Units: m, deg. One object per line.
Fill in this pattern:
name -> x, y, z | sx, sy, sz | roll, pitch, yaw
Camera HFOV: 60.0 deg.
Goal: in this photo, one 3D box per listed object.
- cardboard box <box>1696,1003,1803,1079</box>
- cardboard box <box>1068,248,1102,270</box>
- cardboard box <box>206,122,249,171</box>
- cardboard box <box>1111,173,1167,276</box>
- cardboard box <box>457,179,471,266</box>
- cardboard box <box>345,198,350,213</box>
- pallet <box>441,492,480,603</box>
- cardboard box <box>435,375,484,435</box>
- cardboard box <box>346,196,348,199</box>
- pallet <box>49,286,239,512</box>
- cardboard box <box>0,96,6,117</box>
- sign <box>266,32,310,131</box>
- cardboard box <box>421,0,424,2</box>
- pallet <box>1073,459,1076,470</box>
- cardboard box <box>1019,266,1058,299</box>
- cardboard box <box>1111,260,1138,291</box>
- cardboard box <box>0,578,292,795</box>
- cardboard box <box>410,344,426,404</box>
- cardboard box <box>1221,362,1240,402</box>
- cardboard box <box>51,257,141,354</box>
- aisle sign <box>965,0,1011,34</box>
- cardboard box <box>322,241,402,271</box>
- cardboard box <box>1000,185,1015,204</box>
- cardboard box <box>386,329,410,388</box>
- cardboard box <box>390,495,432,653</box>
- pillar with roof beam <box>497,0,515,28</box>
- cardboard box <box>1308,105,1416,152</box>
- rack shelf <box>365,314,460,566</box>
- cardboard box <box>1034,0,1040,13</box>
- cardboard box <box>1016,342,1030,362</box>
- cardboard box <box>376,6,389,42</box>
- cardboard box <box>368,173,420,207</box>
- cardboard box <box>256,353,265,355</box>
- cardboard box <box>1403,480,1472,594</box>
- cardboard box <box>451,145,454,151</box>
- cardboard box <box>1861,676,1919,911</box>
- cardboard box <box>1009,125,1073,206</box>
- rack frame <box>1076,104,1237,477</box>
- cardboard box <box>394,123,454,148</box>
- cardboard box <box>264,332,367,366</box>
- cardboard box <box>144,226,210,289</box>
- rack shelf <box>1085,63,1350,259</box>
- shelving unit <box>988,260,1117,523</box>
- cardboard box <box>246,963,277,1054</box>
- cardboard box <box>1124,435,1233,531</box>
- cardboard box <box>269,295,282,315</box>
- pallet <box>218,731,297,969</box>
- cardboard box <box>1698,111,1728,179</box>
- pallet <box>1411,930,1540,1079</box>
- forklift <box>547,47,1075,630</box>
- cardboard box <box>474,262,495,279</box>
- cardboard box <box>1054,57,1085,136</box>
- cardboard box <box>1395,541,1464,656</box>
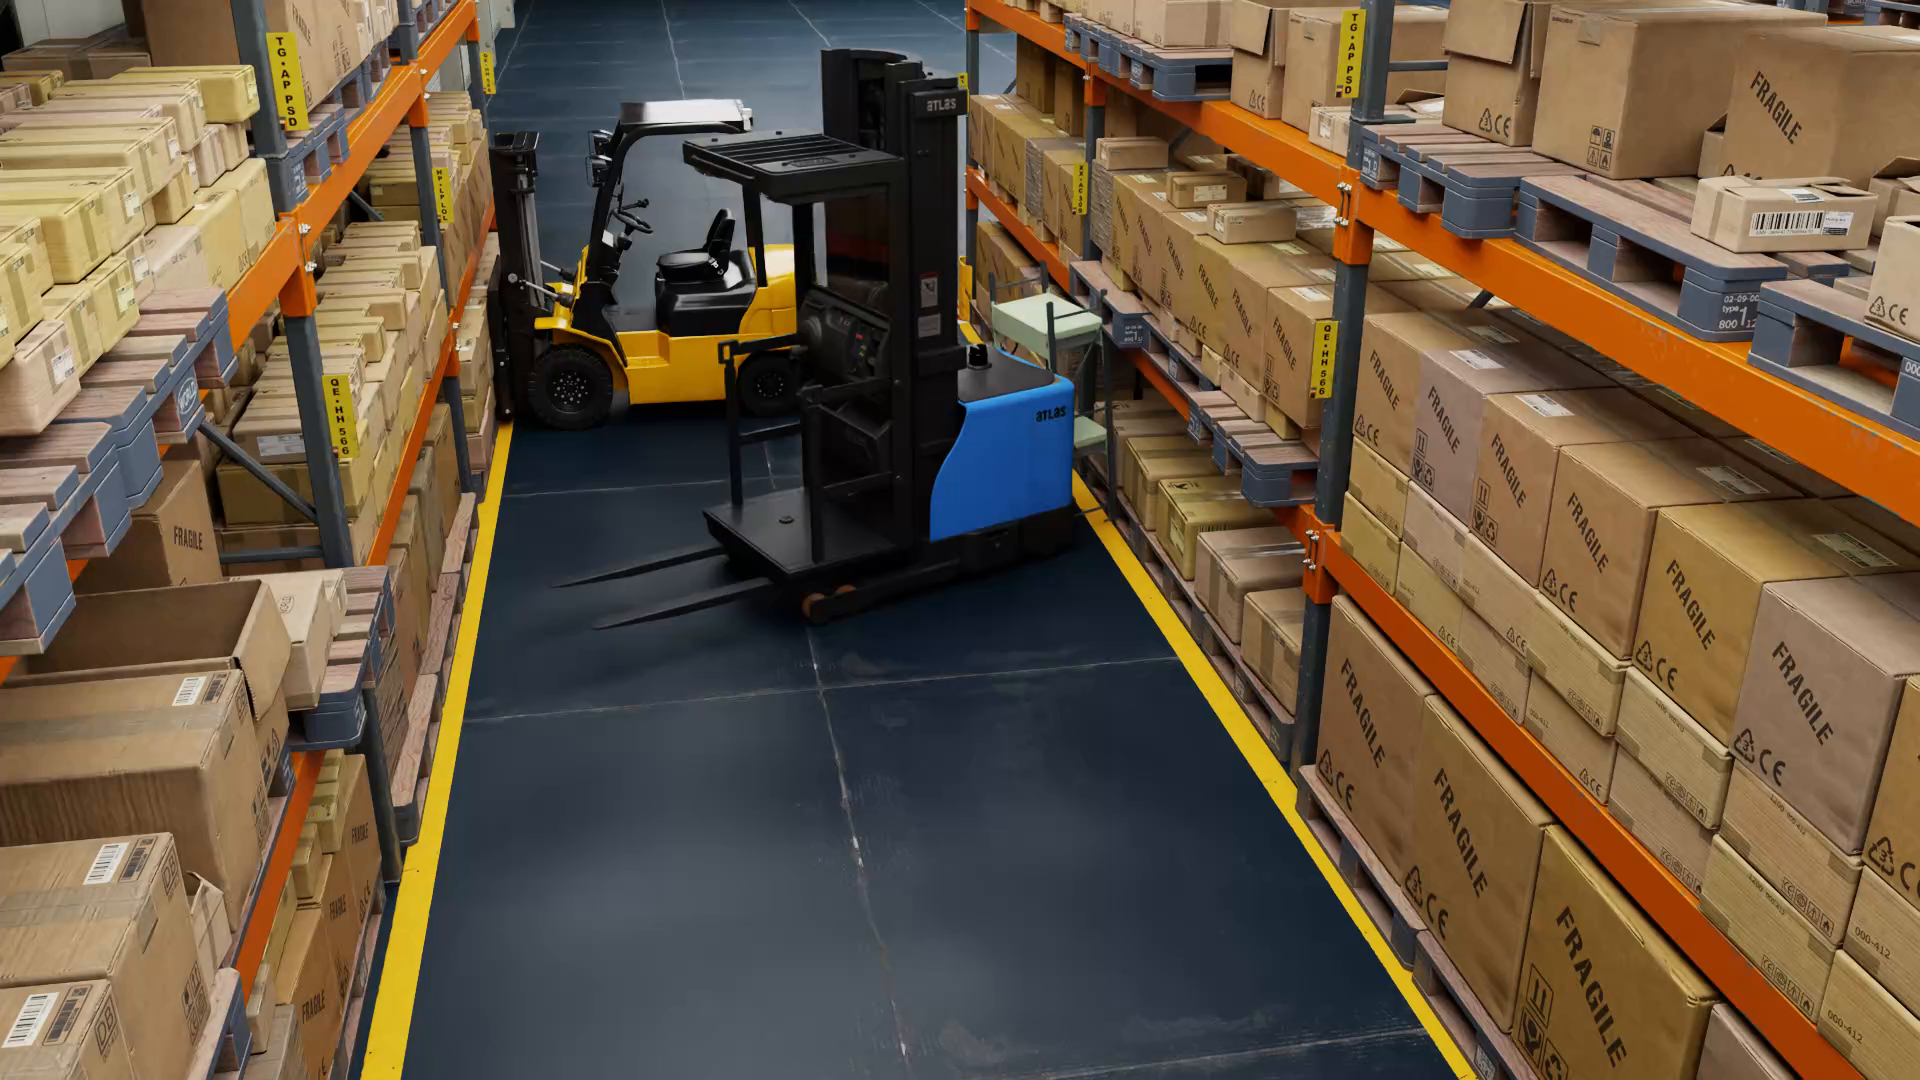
cardboard box -> 2.580, 1.827, 4.449 | 0.875, 0.875, 0.875 | -4, 24, -8
cardboard box -> 0.935, -1.852, 11.056 | 0.380, 0.149, 0.250 | -5, 24, -10
cardboard box -> -2.542, -1.288, 5.393 | 0.380, 0.149, 0.250 | -4, 24, -9
cardboard box -> 1.192, -1.835, 9.683 | 0.500, 0.500, 0.500 | -4, 24, -10
cardboard box -> -3.616, -2.137, 11.270 | 0.500, 0.500, 0.500 | -5, 24, -10
cardboard box -> -3.976, -2.041, 10.240 | 0.380, 0.149, 0.250 | -5, 24, -11
pallet -> -3.409, 0.070, 9.825 | 1.003, 0.211, 1.213 | -4, 24, -10
cardboard box -> -3.370, -0.869, 10.778 | 0.500, 0.250, 0.500 | -4, 24, -10
cardboard box -> -3.945, -2.179, 10.184 | 0.380, 0.149, 0.250 | -5, 24, -11
pallet -> -2.351, -0.306, 3.689 | 1.213, 0.211, 1.003 | -4, 24, -10
cardboard box -> -2.983, -1.182, 4.778 | 0.380, 0.149, 0.250 | -4, 24, -10
sign -> -2.310, -1.572, 5.708 | 0.100, 0.325, 0.005 | -4, 24, -10
cardboard box -> -3.498, -3.412, 10.028 | 0.500, 0.311, 0.500 | -4, 24, -9
pallet -> 1.135, -0.847, 11.925 | 1.003, 0.211, 1.213 | -4, 24, -10
cardboard box -> 0.729, -1.753, 12.489 | 0.500, 0.500, 0.500 | -3, 24, -7
cardboard box -> 1.123, -1.601, 9.957 | 0.380, 0.149, 0.250 | -4, 24, -9
cardboard box -> -2.360, 0.468, 4.778 | 0.797, 0.503, 0.637 | -5, 24, -11
cardboard box -> -3.073, -0.852, 8.640 | 0.500, 0.250, 0.500 | -4, 24, -9
cardboard box -> 1.491, -0.774, 8.064 | 0.380, 0.149, 0.250 | -5, 24, -12
cardboard box -> -1.998, -0.494, 3.551 | 0.380, 0.149, 0.250 | -4, 24, -8
aisle sign -> 0.238, -4.629, 13.854 | 0.394, 0.787, 0.004 | -4, 24, -10
cardboard box -> -3.243, -1.519, 9.045 | 0.380, 0.149, 0.250 | -4, 24, -10
cardboard box -> 0.526, -2.761, 13.139 | 0.380, 0.149, 0.250 | -4, 24, -8
cardboard box -> -2.976, -0.877, 8.074 | 0.500, 0.250, 0.500 | -4, 24, -9
cardboard box -> -3.199, 0.207, 8.470 | 0.875, 0.625, 0.625 | -5, 24, -12
pillar with roof beam -> -5.288, -15.235, 33.890 | 9.100, 9.000, 0.400 | -4, 24, -10
cardboard box -> 1.715, -1.755, 7.086 | 0.380, 0.149, 0.250 | -4, 24, -10
rack shelf -> -3.214, -0.378, 8.267 | 1.077, 0.370, 4.000 | -4, 24, -10
cardboard box -> 0.743, -3.839, 11.859 | 0.380, 0.149, 0.250 | -5, 24, -10
cardboard box -> 0.722, -1.417, 12.658 | 0.500, 0.250, 0.500 | -4, 24, -9
cardboard box -> -3.082, -2.582, 8.331 | 0.380, 0.149, 0.250 | -4, 24, -10
cardboard box -> -3.351, -2.121, 10.052 | 0.380, 0.149, 0.250 | -4, 24, -9
cardboard box -> -3.472, -0.834, 7.975 | 0.500, 0.250, 0.500 | -5, 24, -11
cardboard box -> 1.979, -0.029, 6.132 | 0.500, 0.250, 0.500 | -4, 24, -8
cardboard box -> -3.765, -2.687, 11.720 | 0.380, 0.149, 0.250 | -4, 24, -10
cardboard box -> 2.444, 0.622, 3.703 | 0.500, 0.500, 0.500 | -4, 24, -8
cardboard box -> 0.665, -2.809, 12.436 | 0.500, 0.500, 0.500 | -5, 24, -11
rack frame -> 1.294, -1.863, 10.768 | 1.000, 3.000, 0.127 | -4, 24, -10
cardboard box -> -3.761, -2.819, 11.649 | 0.380, 0.149, 0.250 | -4, 24, -9
cardboard box -> -2.873, -0.814, 7.430 | 0.380, 0.149, 0.250 | -4, 24, -9
cardboard box -> -2.324, -0.648, 4.427 | 0.500, 0.250, 0.500 | -4, 24, -10
rack shelf -> 1.664, -2.121, 8.511 | 1.077, 0.370, 4.000 | -4, 24, -10
shelving unit -> 0.579, -0.887, 10.330 | 0.431, 1.500, 0.755 | -16, 28, -22
cardboard box -> -2.286, 1.434, 5.007 | 0.380, 0.149, 0.250 | -5, 24, -12
cardboard box -> 1.529, -0.363, 10.091 | 0.950, 0.372, 0.625 | -3, 24, -6
cardboard box -> -3.493, -1.080, 8.040 | 0.380, 0.149, 0.250 | -4, 24, -9
pallet -> -2.480, 0.932, 4.609 | 1.003, 0.211, 1.213 | -4, 24, -10
cardboard box -> 2.632, -1.279, 5.327 | 0.396, 0.266, 0.258 | -5, 24, -11
pallet -> 2.327, 1.783, 5.905 | 1.003, 0.211, 1.213 | -4, 24, -10
forklift -> -0.825, -1.121, 9.154 | 3.031, 2.935, 1.130 | -15, 28, -30
cardboard box -> -3.728, -1.902, 12.519 | 0.500, 0.250, 0.500 | -4, 24, -9
cardboard box -> 1.100, -3.293, 12.296 | 0.700, 0.500, 0.500 | -4, 24, -10
cardboard box -> 1.989, 0.191, 6.253 | 0.500, 0.250, 0.500 | -5, 24, -11
